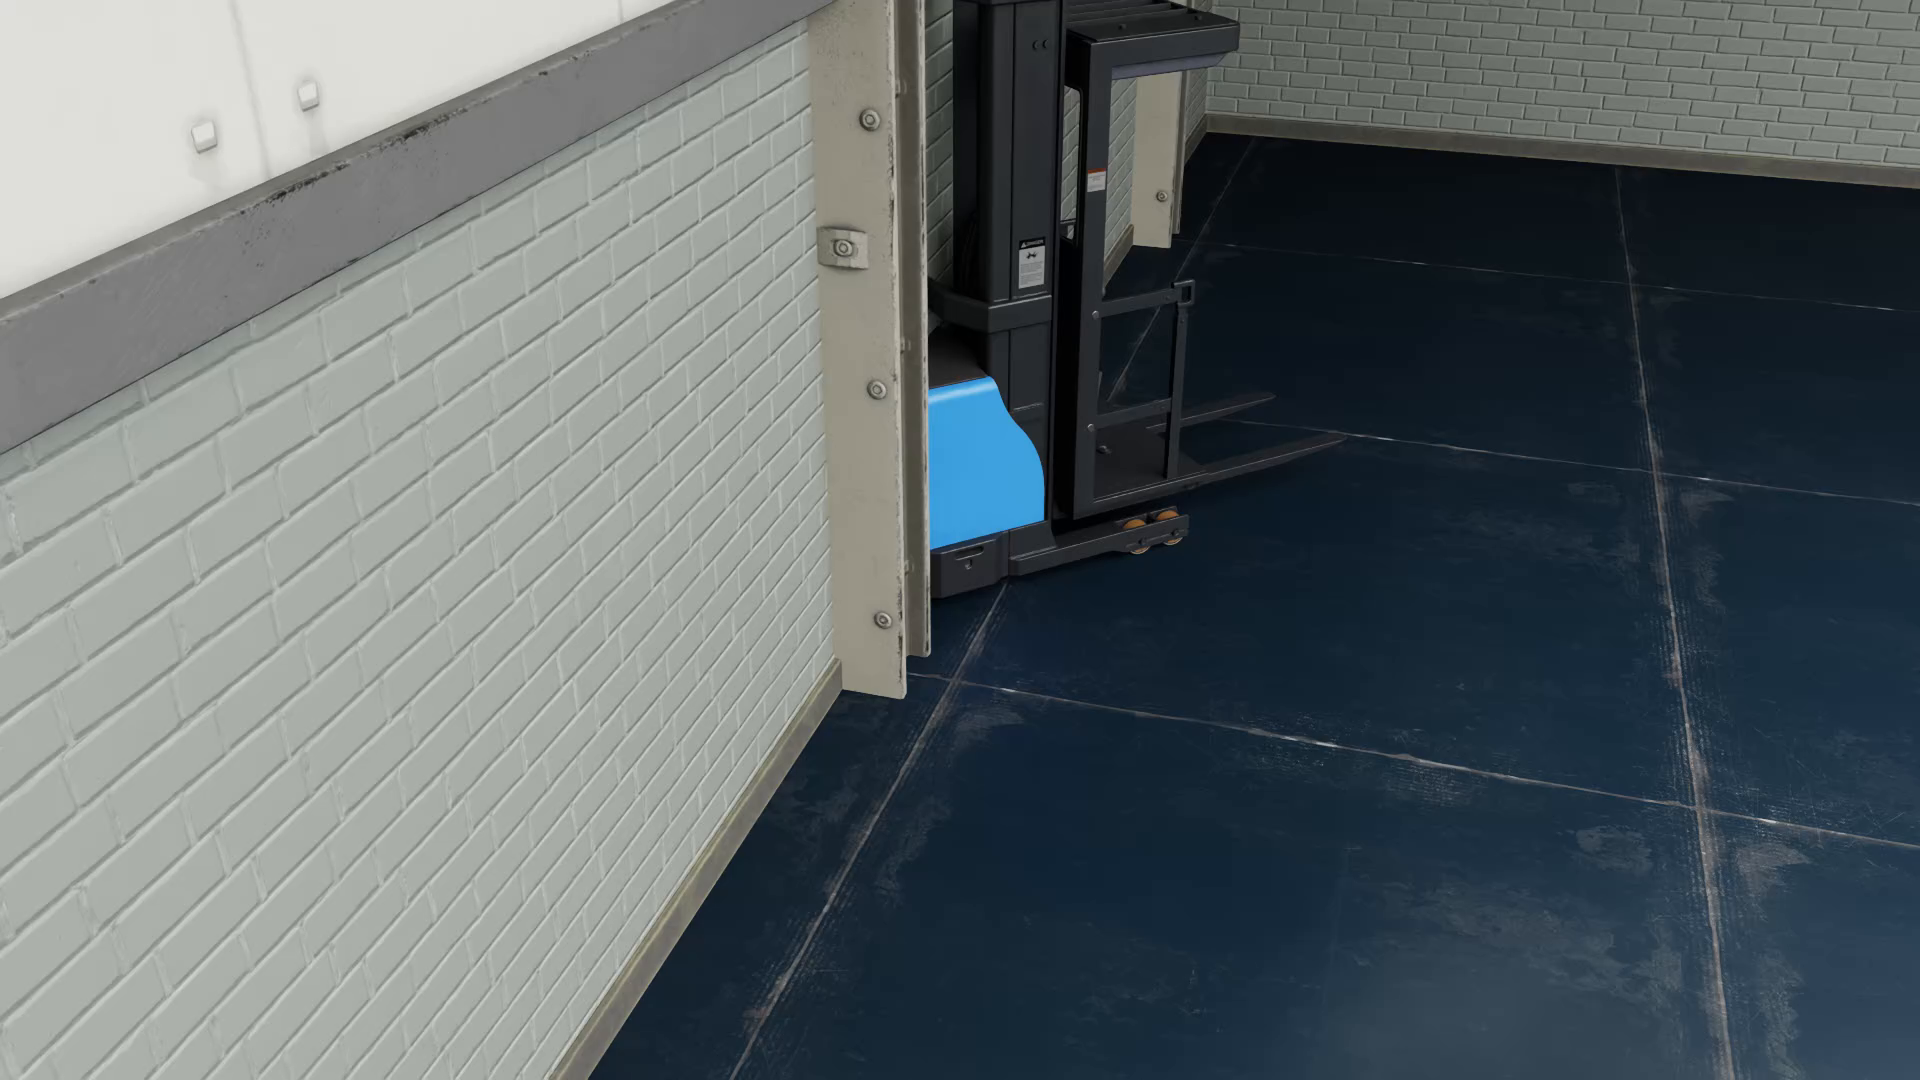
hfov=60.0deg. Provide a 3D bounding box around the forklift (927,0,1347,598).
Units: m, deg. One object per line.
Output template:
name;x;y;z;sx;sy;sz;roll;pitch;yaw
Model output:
forklift;0.551;-1.423;7.794;3.031;2.935;1.130;-15;32;-24

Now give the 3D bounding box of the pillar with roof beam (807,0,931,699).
pillar with roof beam;3.783;-2.758;3.950;9.100;9.000;0.400;8;30;15

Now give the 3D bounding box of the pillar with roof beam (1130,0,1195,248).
pillar with roof beam;5.544;-5.546;8.963;9.100;9.000;0.400;8;30;15
